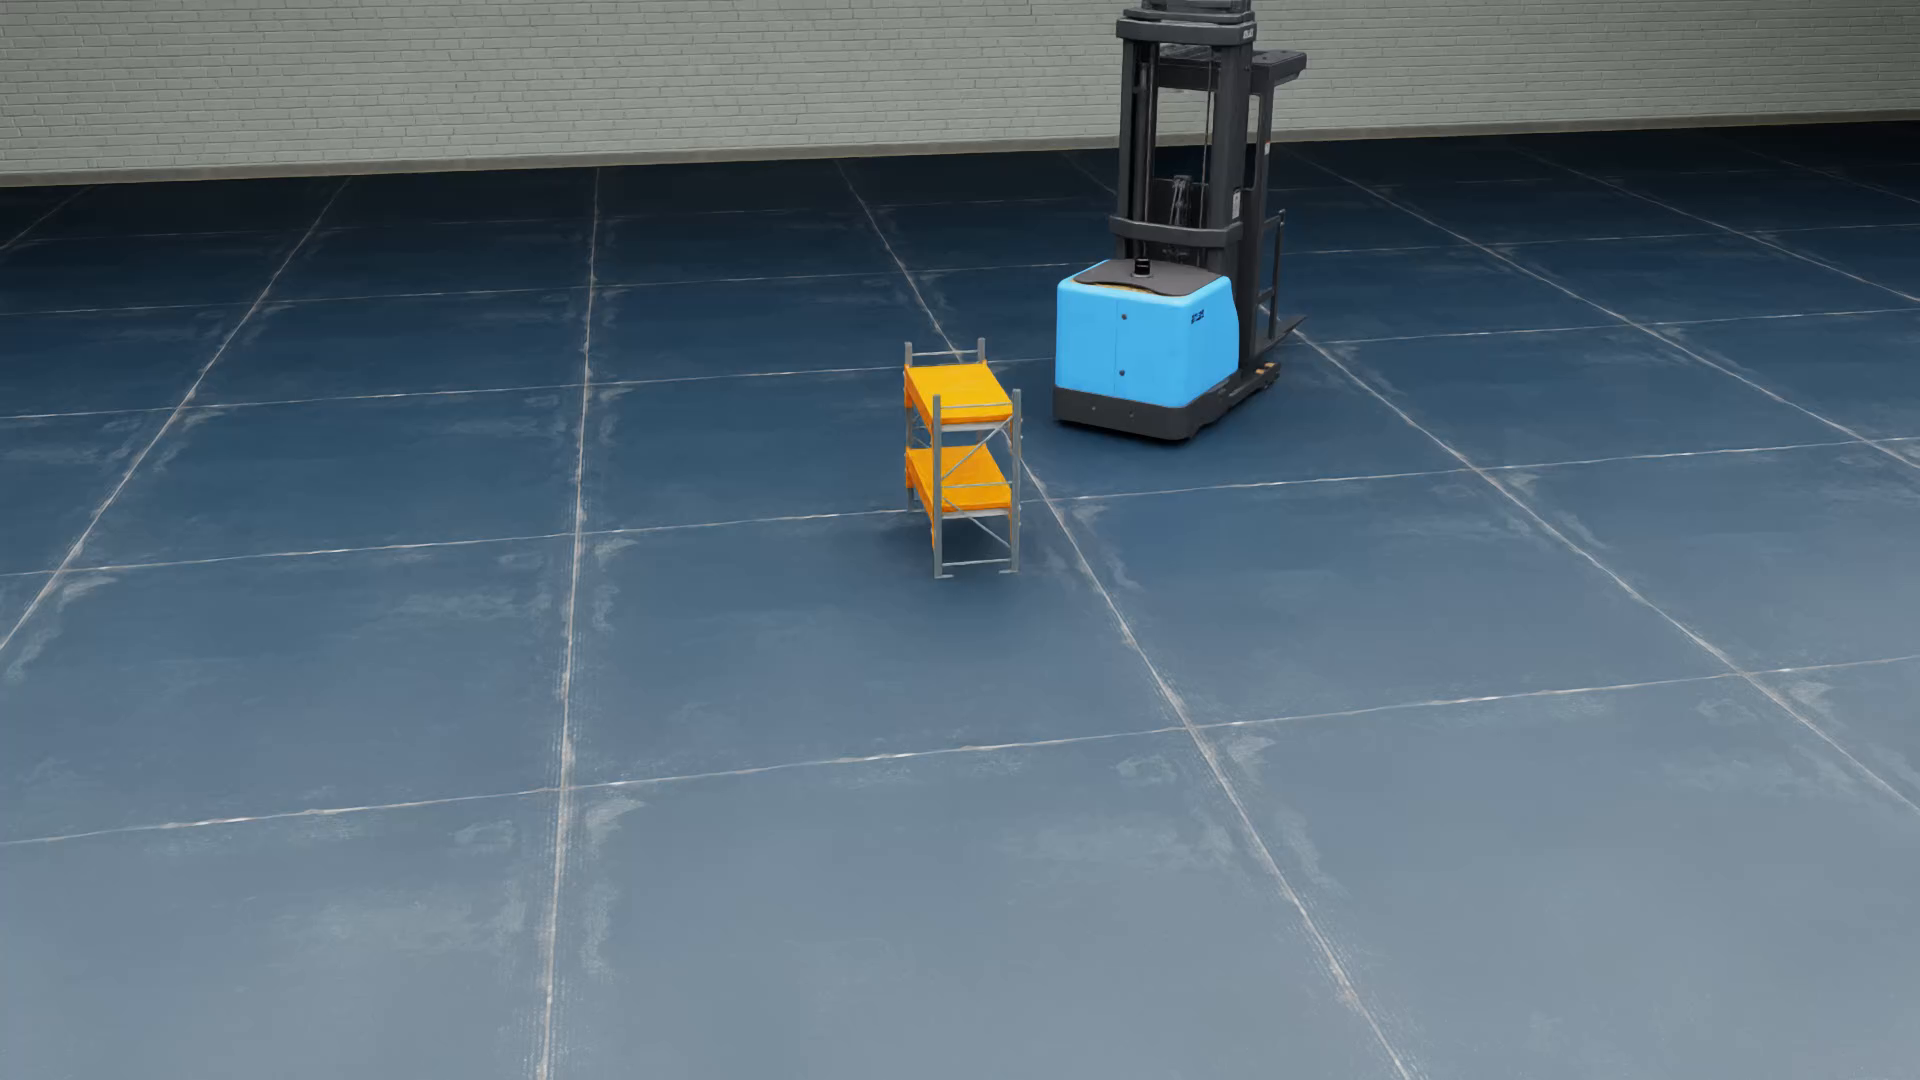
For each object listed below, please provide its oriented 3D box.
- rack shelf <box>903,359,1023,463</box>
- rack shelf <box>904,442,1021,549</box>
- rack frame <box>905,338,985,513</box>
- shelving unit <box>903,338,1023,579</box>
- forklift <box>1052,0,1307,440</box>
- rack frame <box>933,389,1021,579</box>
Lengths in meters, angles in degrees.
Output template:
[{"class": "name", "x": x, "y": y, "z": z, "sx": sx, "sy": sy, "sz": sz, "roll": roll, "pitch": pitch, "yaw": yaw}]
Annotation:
[{"class": "rack shelf", "x": 0.001, "y": -0.781, "z": 9.902, "sx": 0.538, "sy": 0.278, "sz": 1.000, "roll": -4, "pitch": 24, "yaw": -10}, {"class": "rack shelf", "x": 0.001, "y": -0.289, "z": 10.117, "sx": 0.538, "sy": 0.278, "sz": 1.000, "roll": -4, "pitch": 24, "yaw": -10}, {"class": "rack frame", "x": -0.093, "y": -0.713, "z": 10.477, "sx": 0.500, "sy": 1.125, "sz": 0.032, "roll": -4, "pitch": 24, "yaw": -10}, {"class": "shelving unit", "x": 0.001, "y": -0.513, "z": 10.019, "sx": 0.538, "sy": 1.125, "sz": 1.048, "roll": -4, "pitch": 24, "yaw": -10}, {"class": "forklift", "x": 1.863, "y": -2.590, "z": 12.519, "sx": 1.130, "sy": 2.935, "sz": 3.031, "roll": 13, "pitch": 27, "yaw": 28}, {"class": "rack frame", "x": 0.095, "y": -0.313, "z": 9.561, "sx": 0.500, "sy": 1.125, "sz": 0.032, "roll": -4, "pitch": 24, "yaw": -10}]
